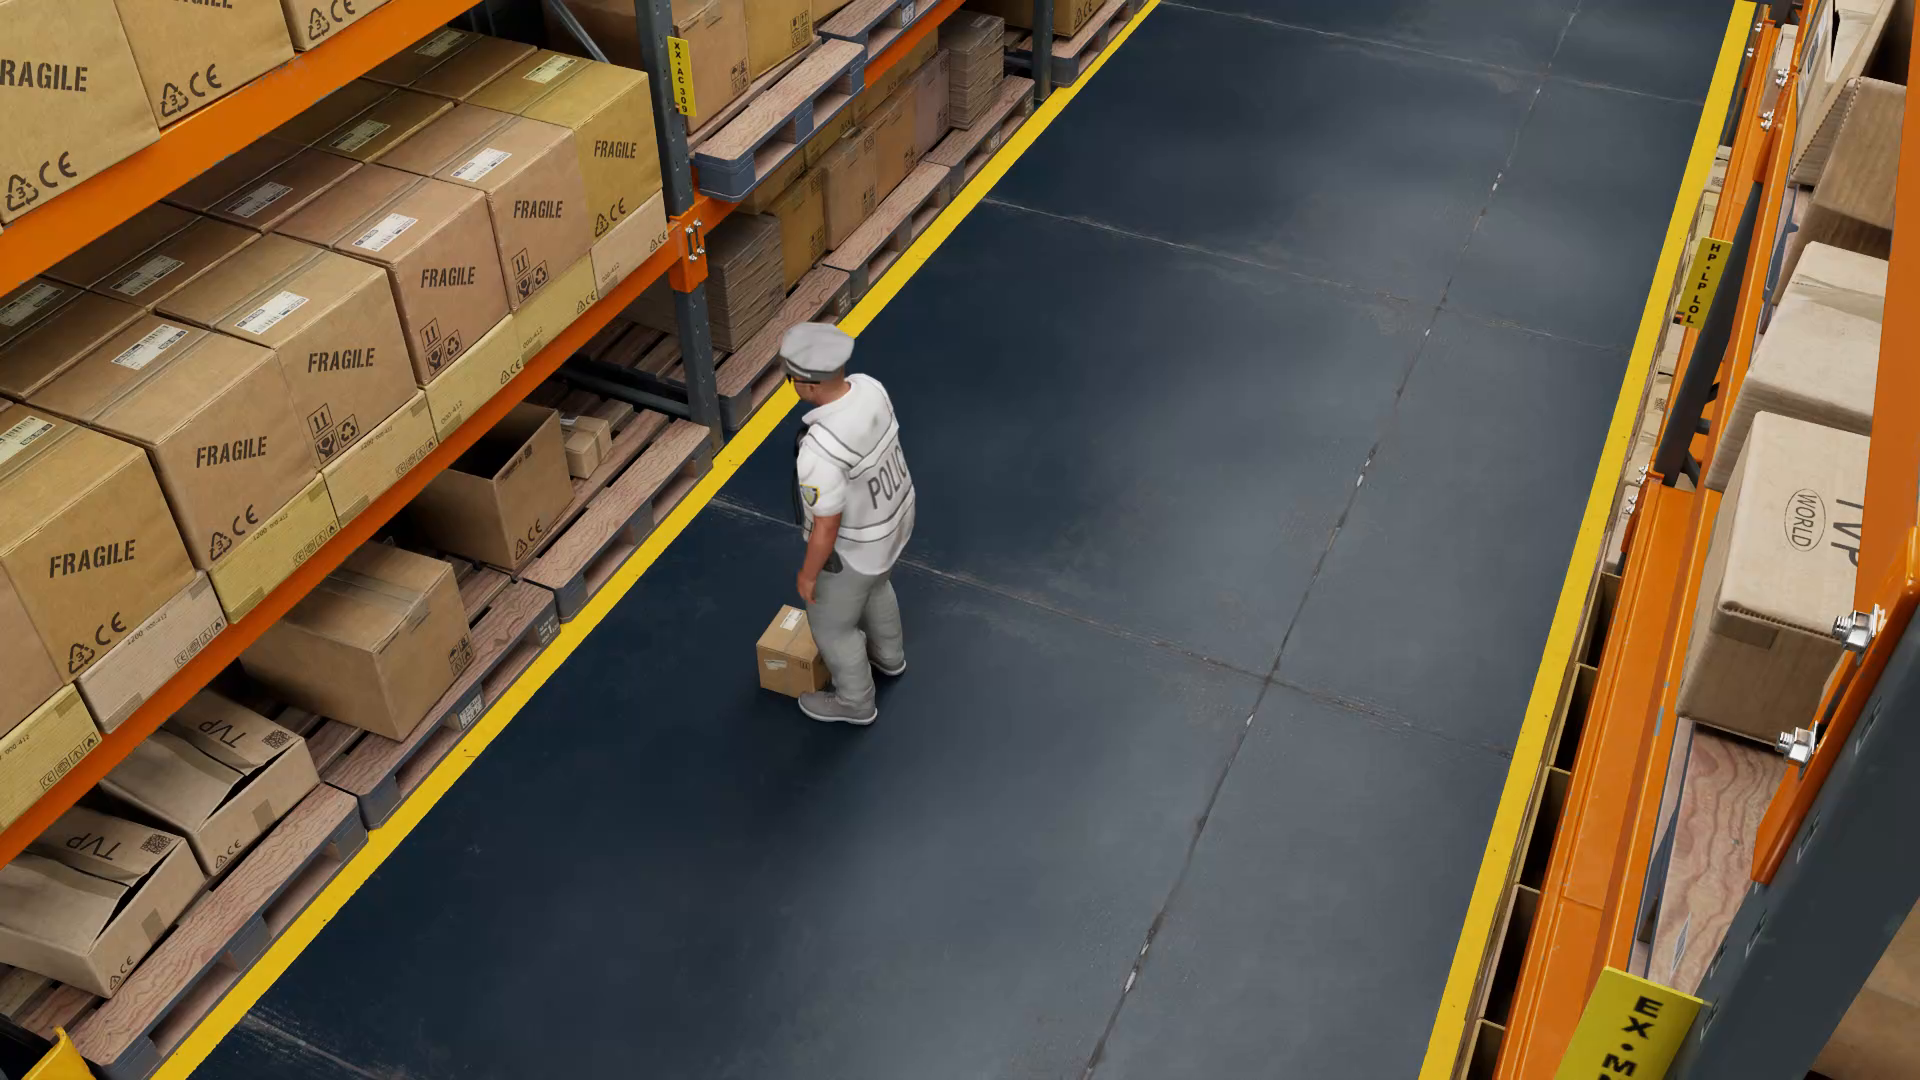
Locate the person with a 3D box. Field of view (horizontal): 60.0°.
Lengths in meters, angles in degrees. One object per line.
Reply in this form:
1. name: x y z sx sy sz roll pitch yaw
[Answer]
1. person: -0.401 -0.024 6.180 0.429 1.749 0.600 16 44 17
